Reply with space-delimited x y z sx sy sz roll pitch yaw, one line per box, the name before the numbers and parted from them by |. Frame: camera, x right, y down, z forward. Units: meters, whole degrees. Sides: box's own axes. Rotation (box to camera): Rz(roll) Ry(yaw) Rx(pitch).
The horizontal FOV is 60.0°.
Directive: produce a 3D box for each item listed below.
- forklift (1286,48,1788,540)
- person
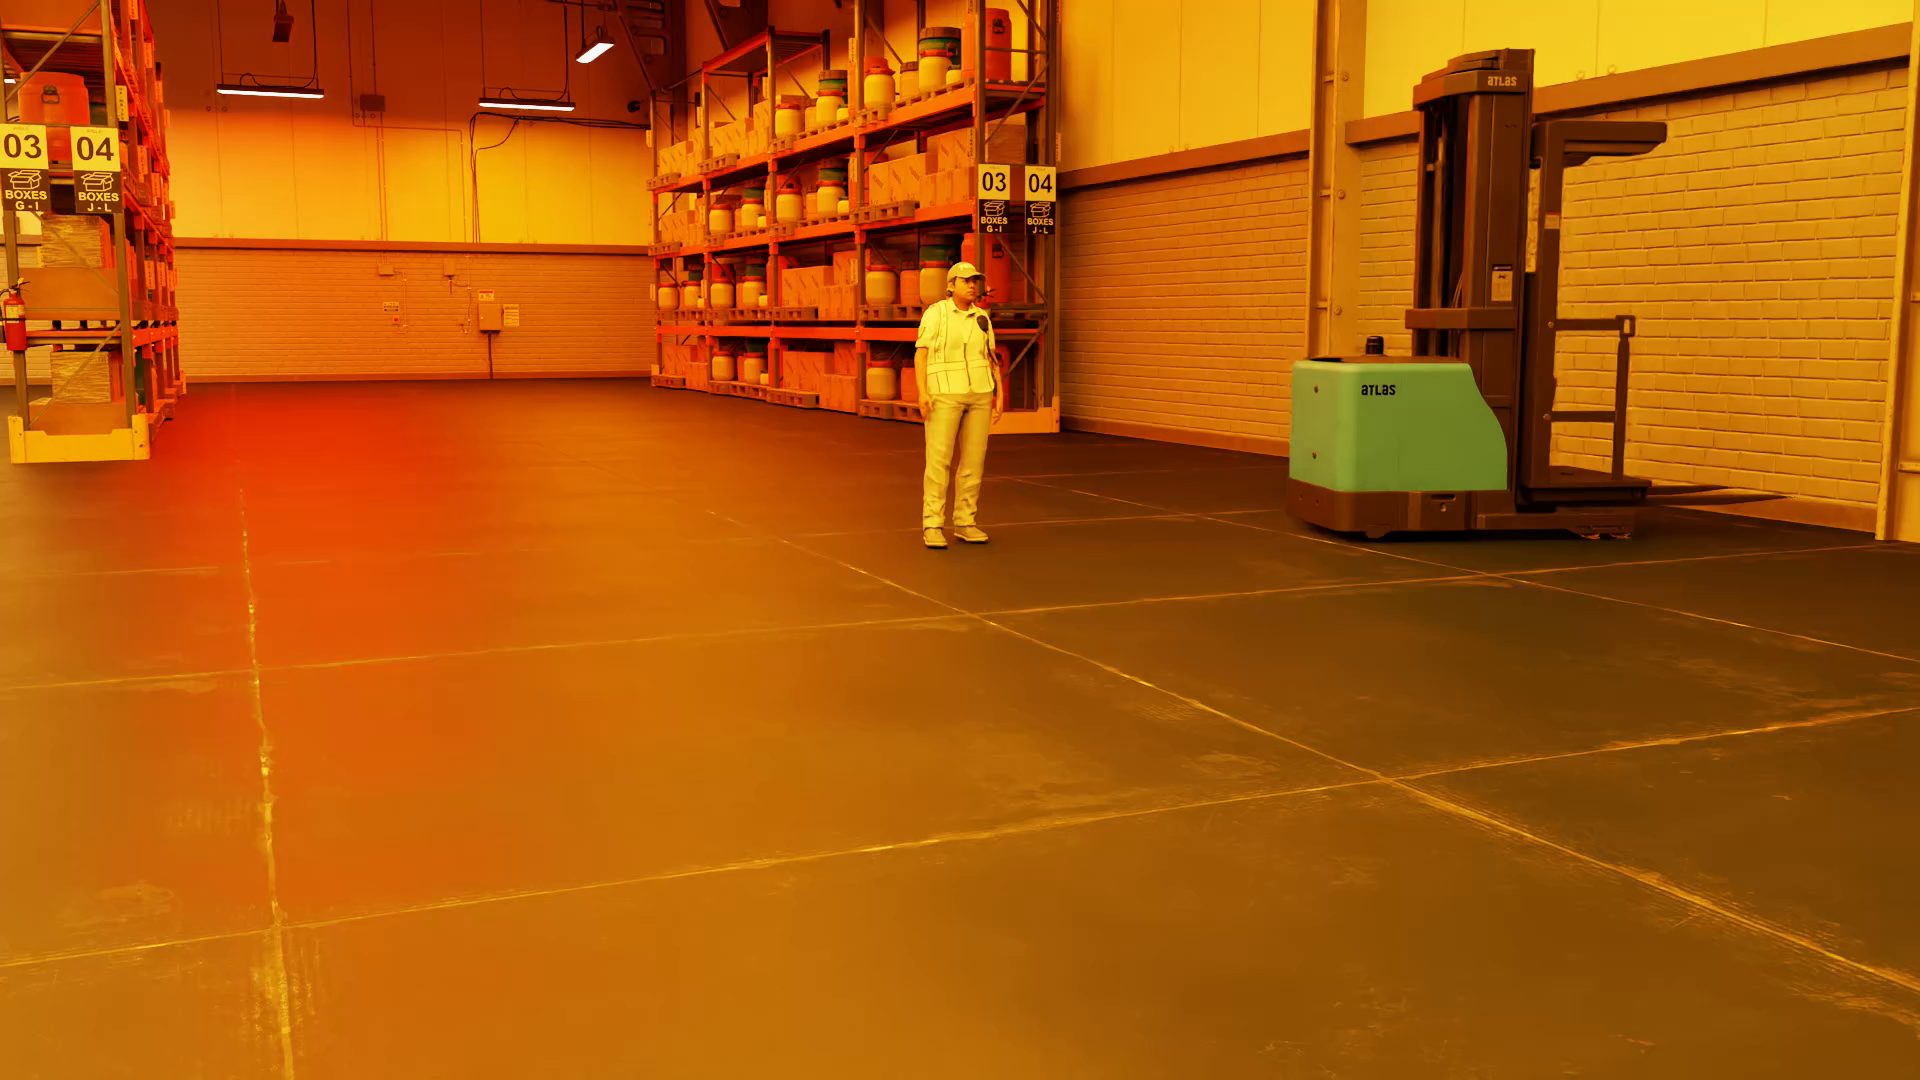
forklift | 3.696 -1.522 10.488 3.031 2.935 1.130 -1 8 -7
person | 0.010 -0.824 9.965 0.598 1.670 0.529 -3 8 -23
